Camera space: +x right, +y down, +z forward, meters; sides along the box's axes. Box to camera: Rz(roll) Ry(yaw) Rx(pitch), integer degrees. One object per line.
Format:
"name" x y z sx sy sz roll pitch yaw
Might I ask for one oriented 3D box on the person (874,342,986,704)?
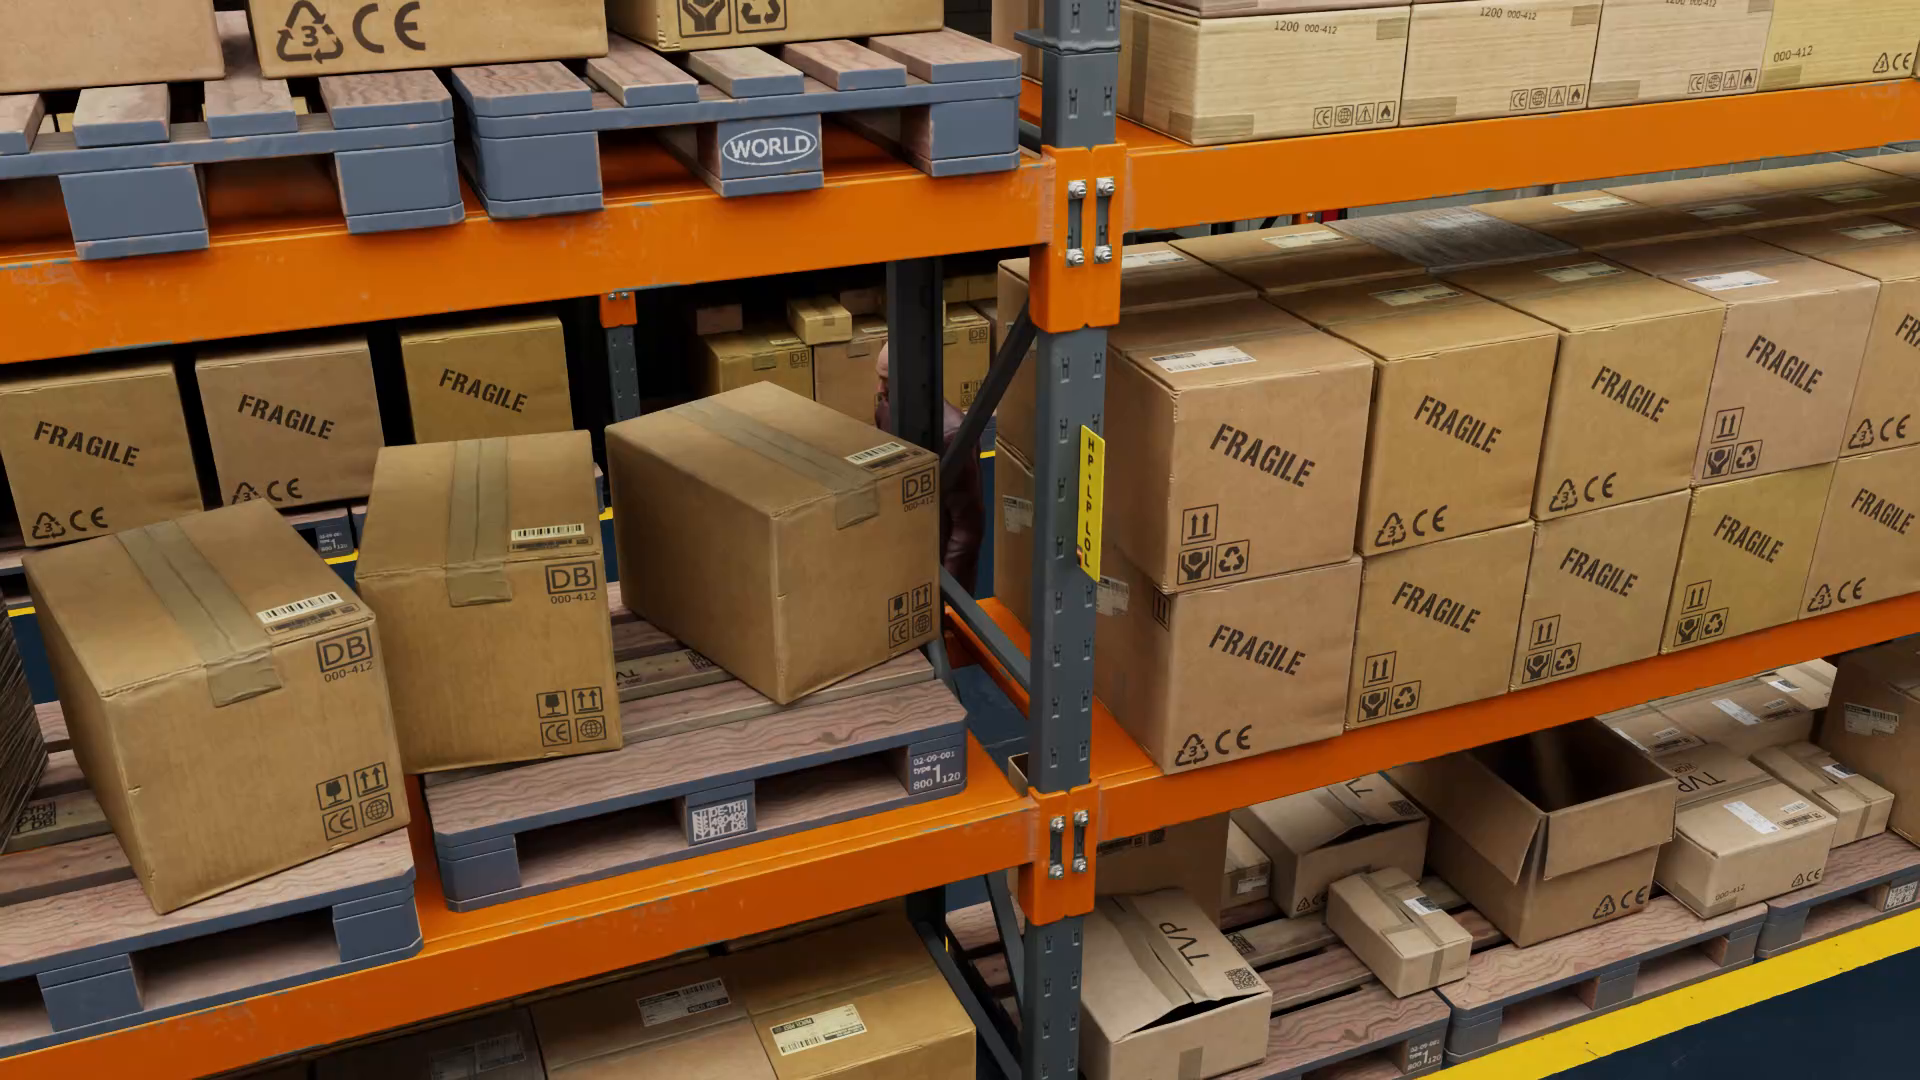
"person" -0.148 0.098 5.926 0.431 1.772 0.647 -13 29 -26
